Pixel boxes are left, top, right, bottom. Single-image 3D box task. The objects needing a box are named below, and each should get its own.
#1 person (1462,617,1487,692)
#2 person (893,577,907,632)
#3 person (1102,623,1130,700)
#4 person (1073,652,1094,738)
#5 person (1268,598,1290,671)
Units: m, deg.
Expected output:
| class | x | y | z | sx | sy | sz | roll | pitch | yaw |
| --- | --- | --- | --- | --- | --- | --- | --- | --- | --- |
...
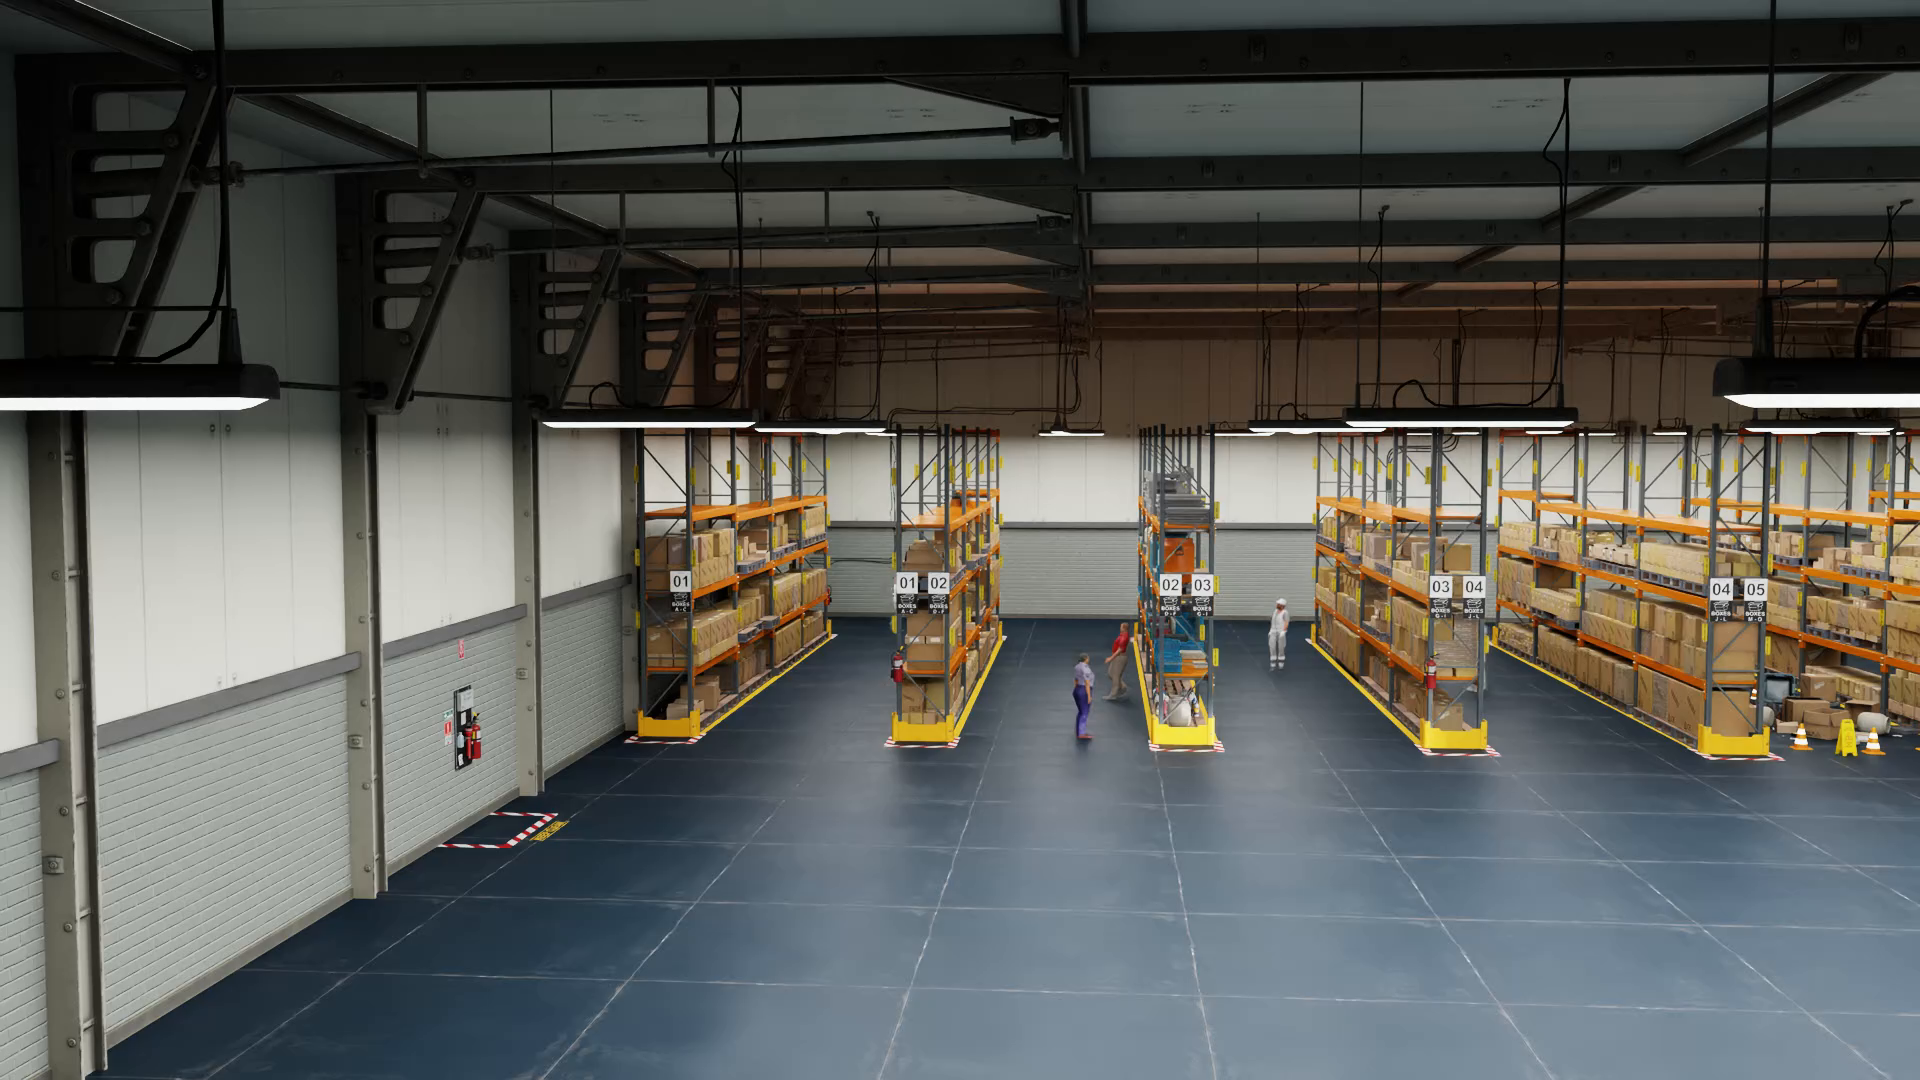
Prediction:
| class | x | y | z | sx | sy | sz | roll | pitch | yaw |
| --- | --- | --- | --- | --- | --- | --- | --- | --- | --- |
| person | 11.645 | 2.543 | 37.652 | 0.554 | 1.774 | 0.621 | 1 | 4 | 23 |
| person | -1.739 | 1.874 | 49.124 | 0.432 | 1.674 | 0.502 | 0 | 3 | 7 |
| person | 3.437 | 2.652 | 36.532 | 0.624 | 1.701 | 0.621 | 0 | 3 | -3 |
| person | 2.403 | 2.989 | 31.855 | 0.443 | 1.673 | 0.540 | -1 | 4 | -18 |
| person | 7.852 | 2.360 | 41.104 | 0.589 | 1.831 | 0.642 | 2 | 4 | 25 |
